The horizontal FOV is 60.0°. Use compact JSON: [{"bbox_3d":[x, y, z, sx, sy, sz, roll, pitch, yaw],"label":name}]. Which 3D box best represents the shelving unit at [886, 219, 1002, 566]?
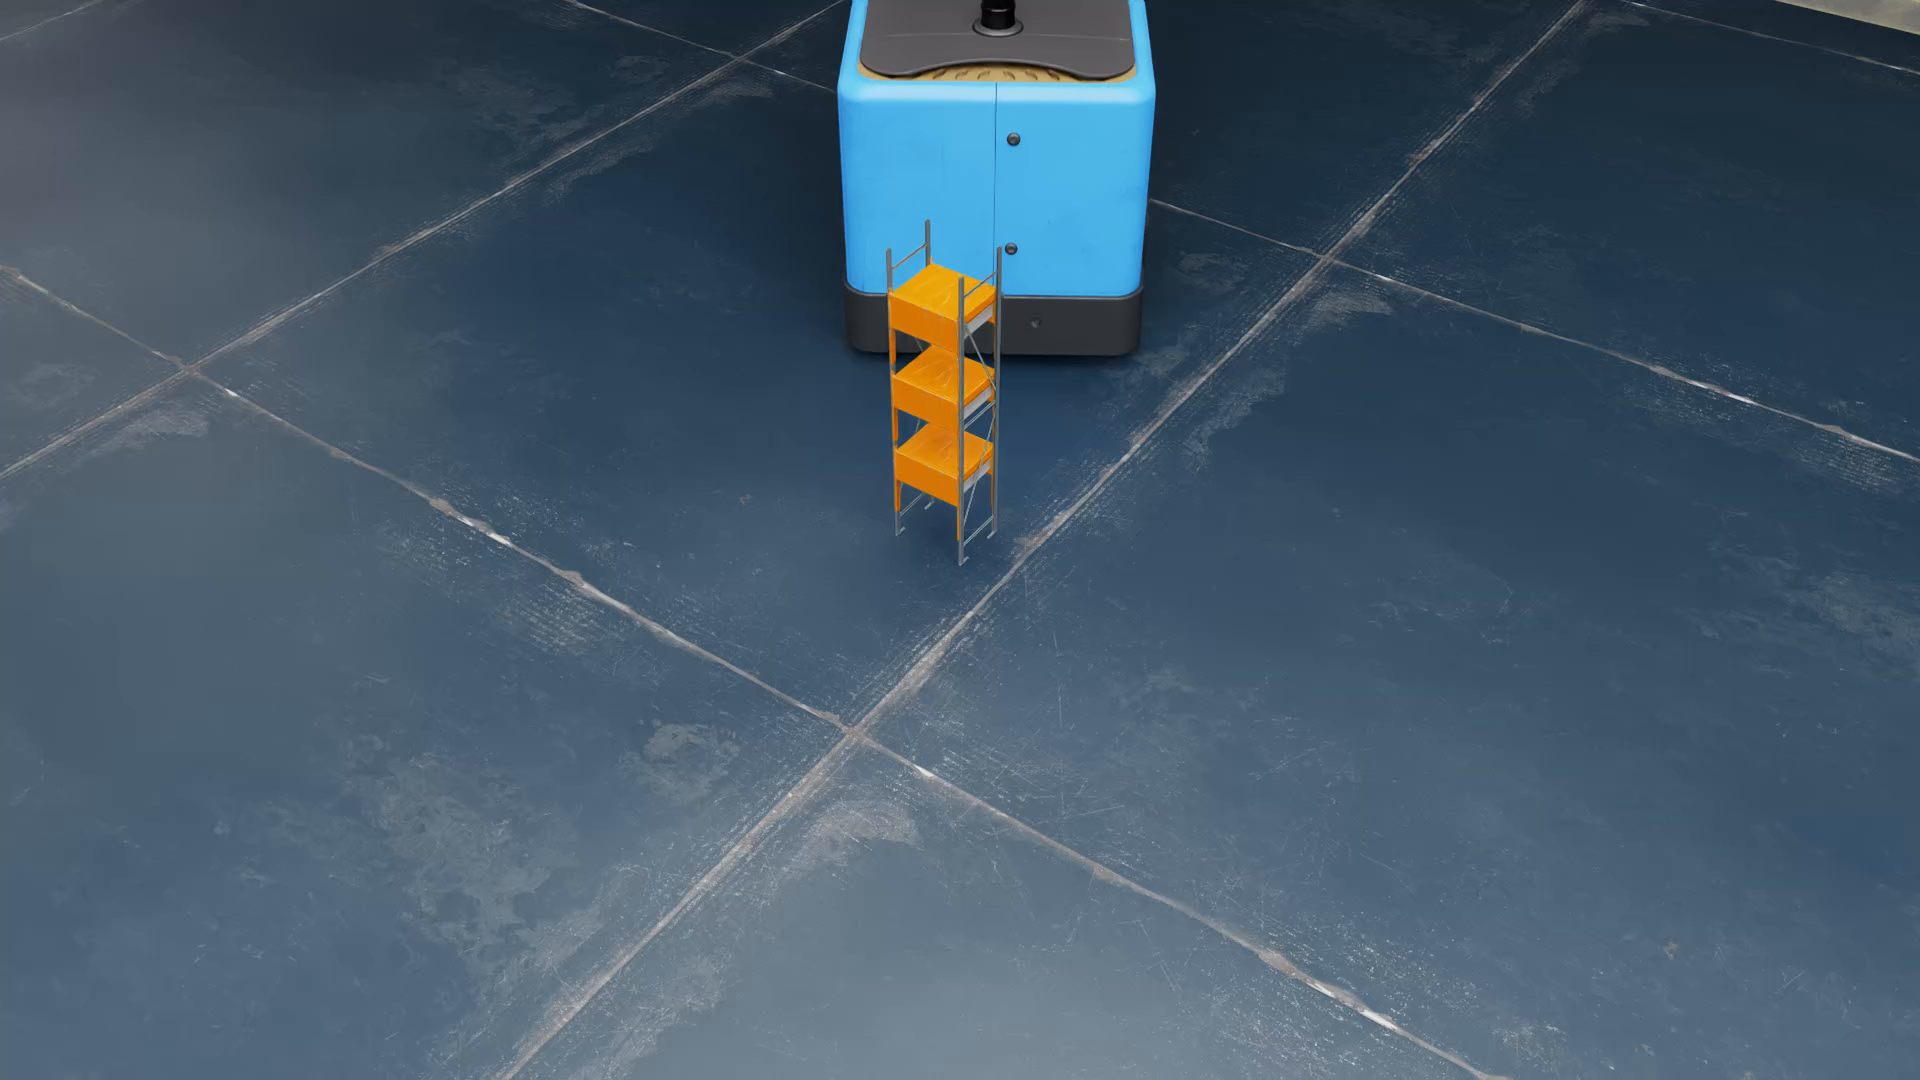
[{"bbox_3d":[-0.044,-0.412,4.923,0.252,1.050,0.215,25,48,25],"label":"shelving unit"}]

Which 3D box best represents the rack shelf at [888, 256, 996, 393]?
[{"bbox_3d":[-0.044,-0.615,4.741,0.240,0.259,0.215,25,48,25],"label":"rack shelf"}]

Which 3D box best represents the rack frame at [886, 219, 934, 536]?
[{"bbox_3d":[-0.144,-0.458,4.975,0.008,1.050,0.200,25,48,25],"label":"rack frame"}]

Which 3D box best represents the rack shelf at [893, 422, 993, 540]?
[{"bbox_3d":[-0.044,-0.197,5.115,0.240,0.259,0.215,25,48,25],"label":"rack shelf"}]

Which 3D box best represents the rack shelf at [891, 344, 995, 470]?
[{"bbox_3d":[-0.044,-0.404,4.930,0.240,0.259,0.215,25,48,25],"label":"rack shelf"}]

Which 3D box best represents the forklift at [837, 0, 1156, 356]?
[{"bbox_3d":[0.155,-2.704,6.074,1.130,2.935,3.031,1,42,1],"label":"forklift"}]

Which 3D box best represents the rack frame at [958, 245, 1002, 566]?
[{"bbox_3d":[0.056,-0.365,4.871,0.008,1.050,0.200,25,48,25],"label":"rack frame"}]
